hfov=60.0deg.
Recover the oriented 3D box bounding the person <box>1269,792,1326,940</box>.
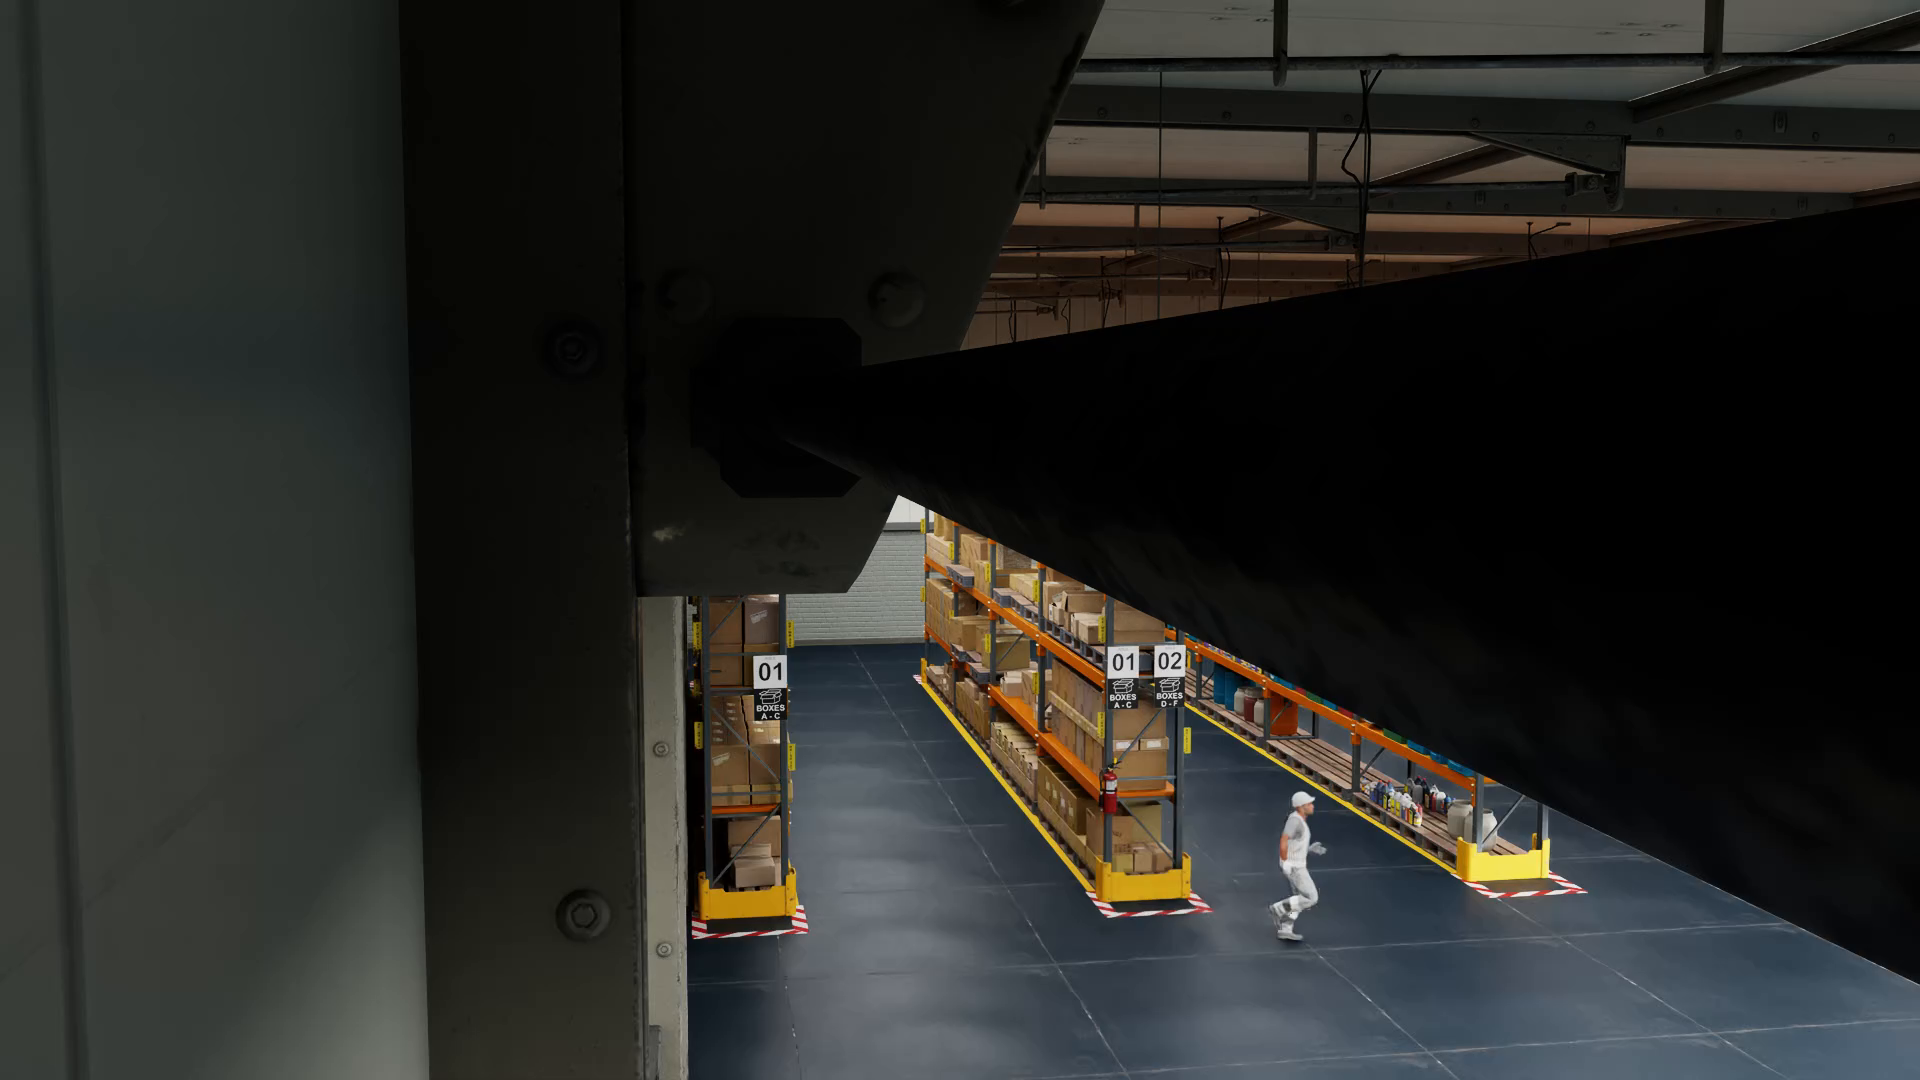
[{"bbox_3d":[3.911,3.774,19.250,0.637,1.730,0.660,1,5,12],"label":"person"}]
